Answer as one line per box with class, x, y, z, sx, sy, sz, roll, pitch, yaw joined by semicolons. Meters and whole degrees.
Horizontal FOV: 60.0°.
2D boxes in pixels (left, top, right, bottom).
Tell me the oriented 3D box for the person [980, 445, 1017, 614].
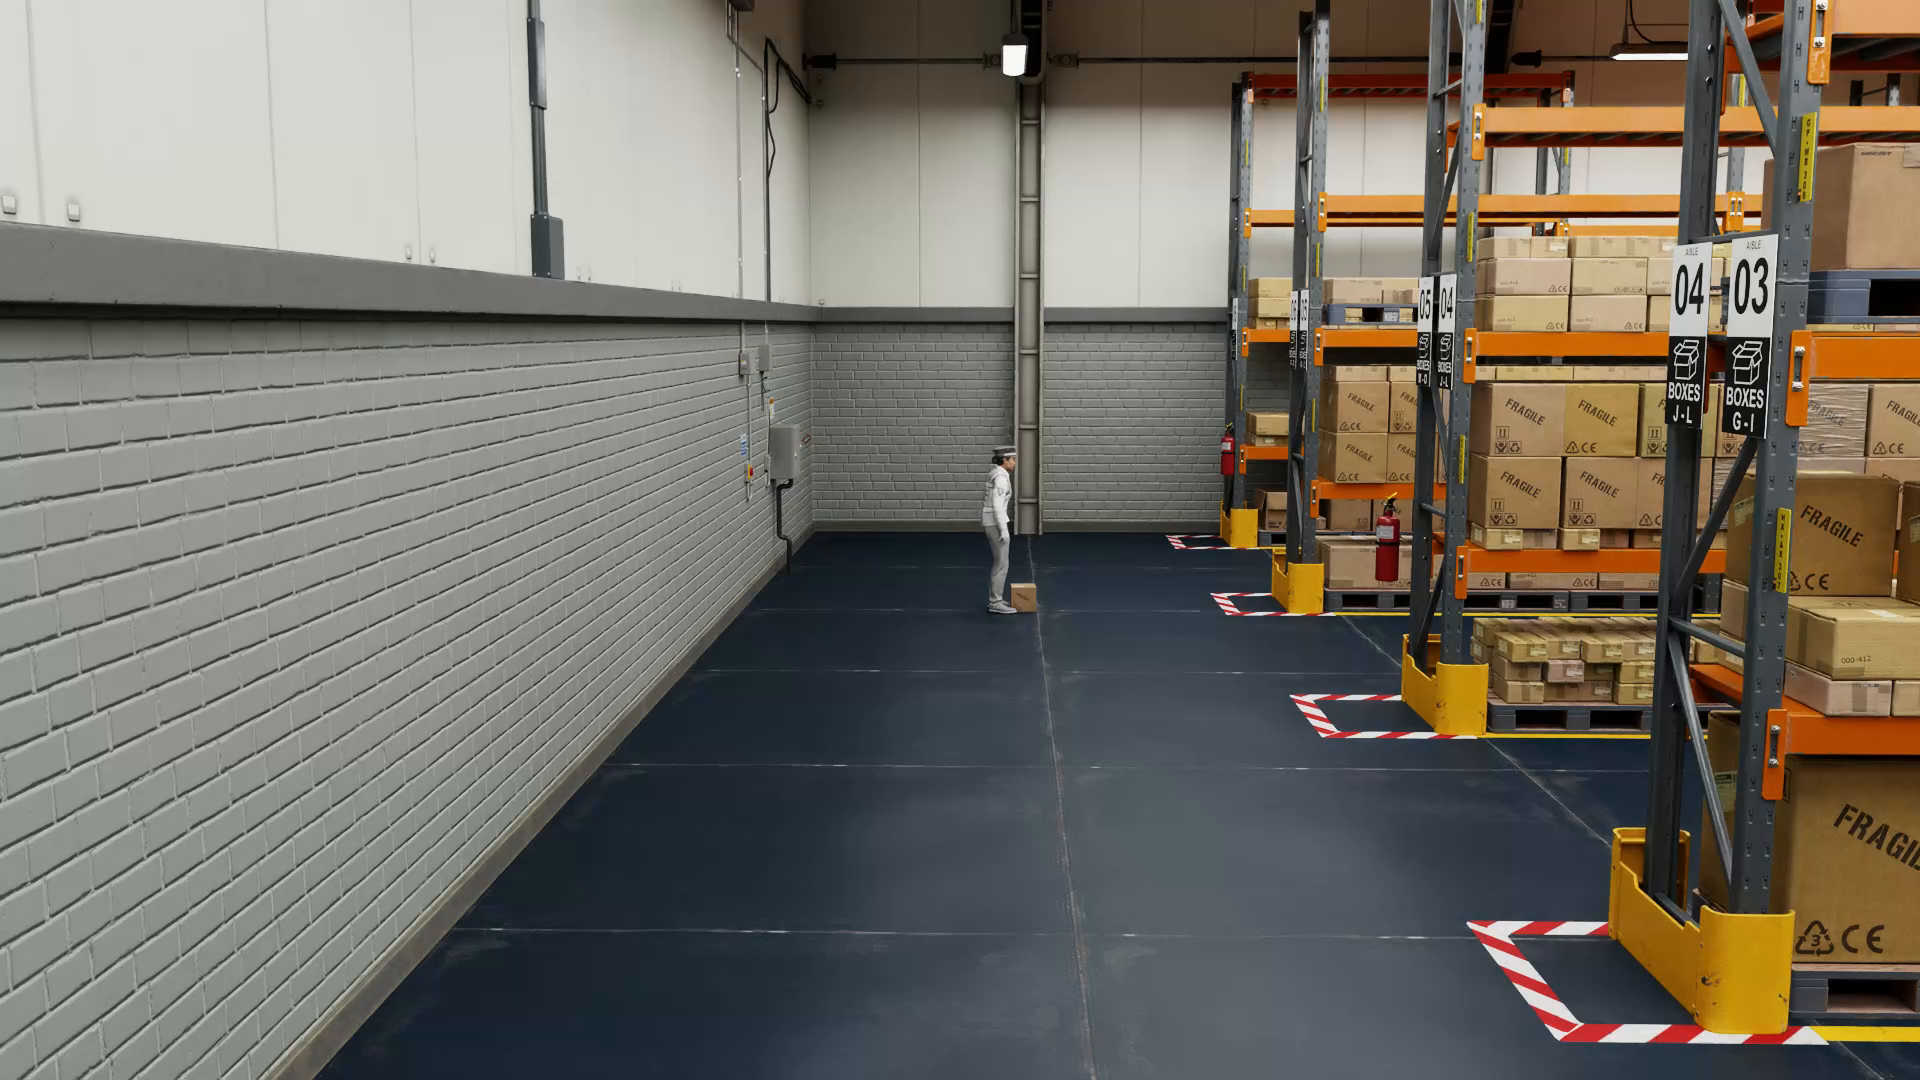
person;0.396;-0.119;16.683;0.376;1.663;0.545;0;7;-2
